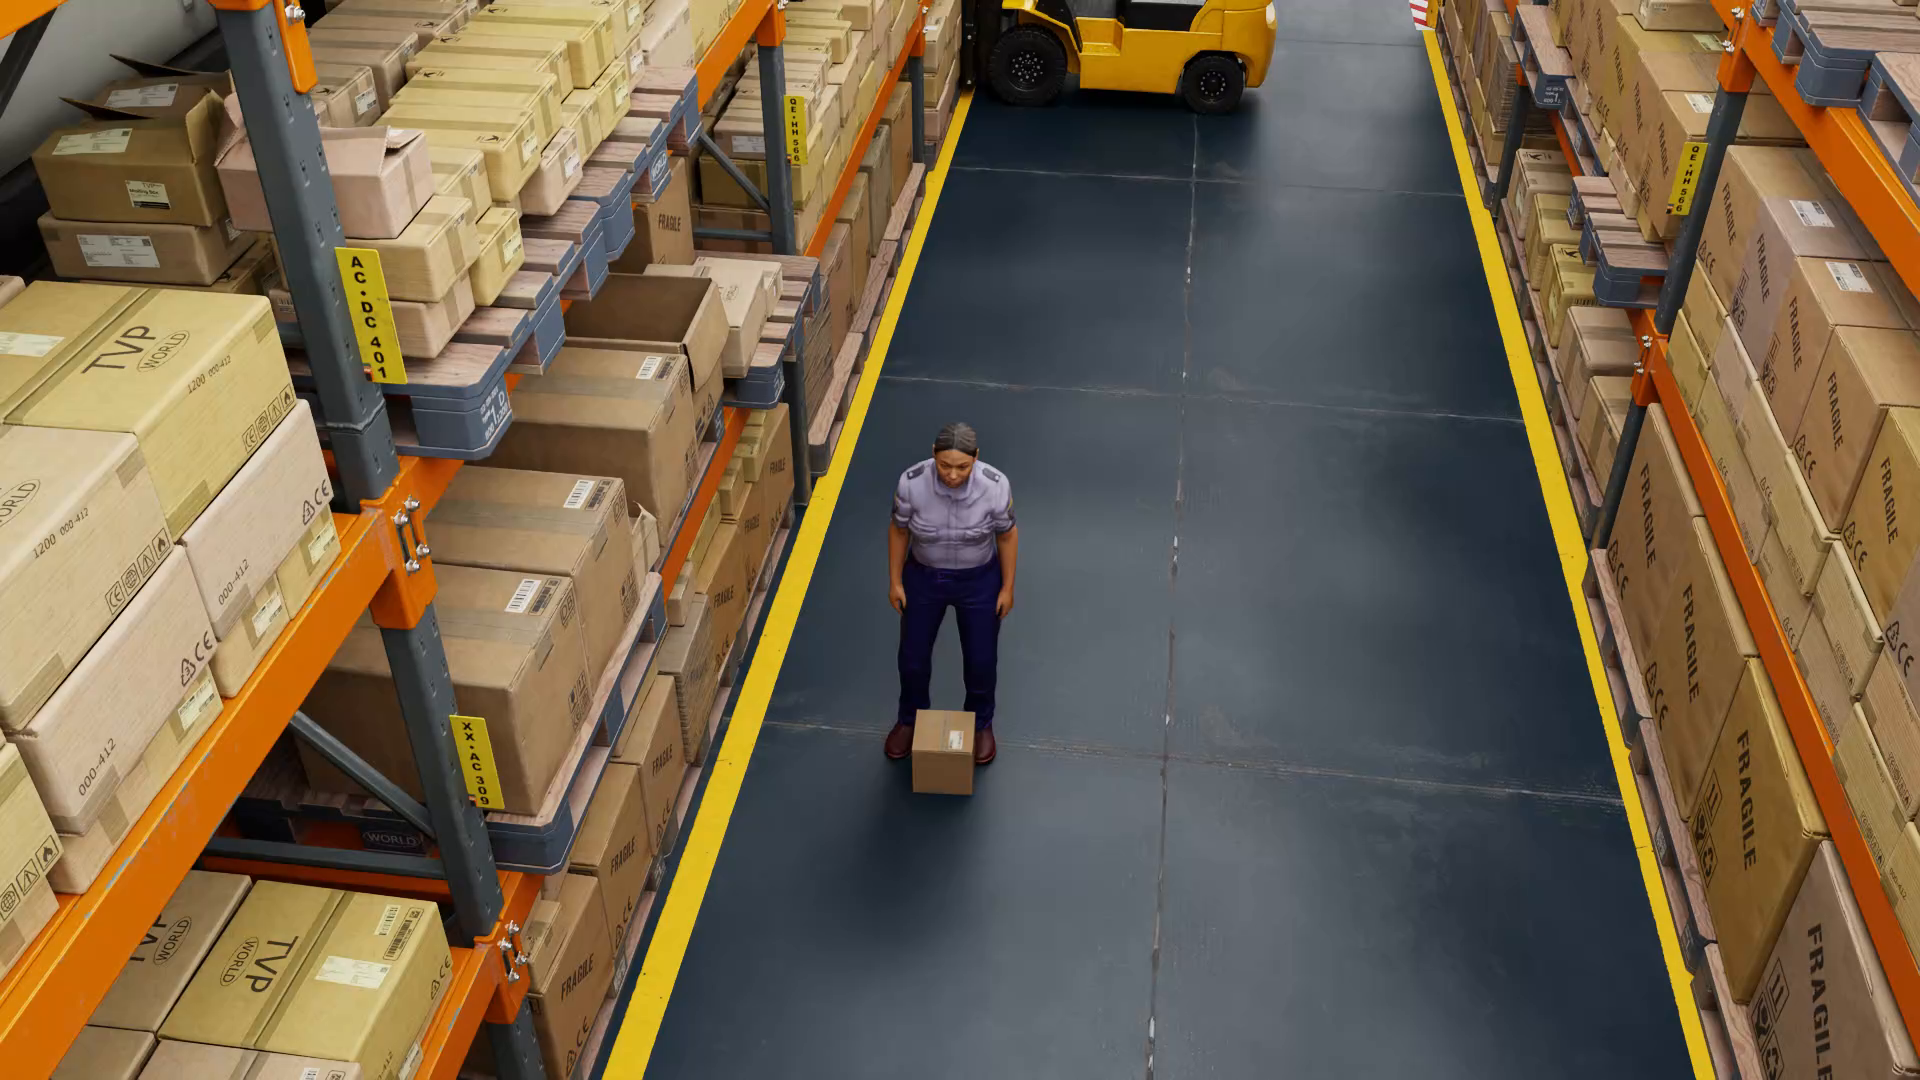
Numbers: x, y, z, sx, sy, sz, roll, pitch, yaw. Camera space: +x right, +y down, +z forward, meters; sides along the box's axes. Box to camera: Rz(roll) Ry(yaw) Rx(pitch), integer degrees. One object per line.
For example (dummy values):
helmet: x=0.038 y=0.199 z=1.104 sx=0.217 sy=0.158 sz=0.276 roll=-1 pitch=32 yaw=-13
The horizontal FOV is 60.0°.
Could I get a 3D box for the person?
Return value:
person: x=-0.046 y=0.193 z=6.783 sx=0.537 sy=1.651 sz=0.373 roll=5 pitch=37 yaw=6
